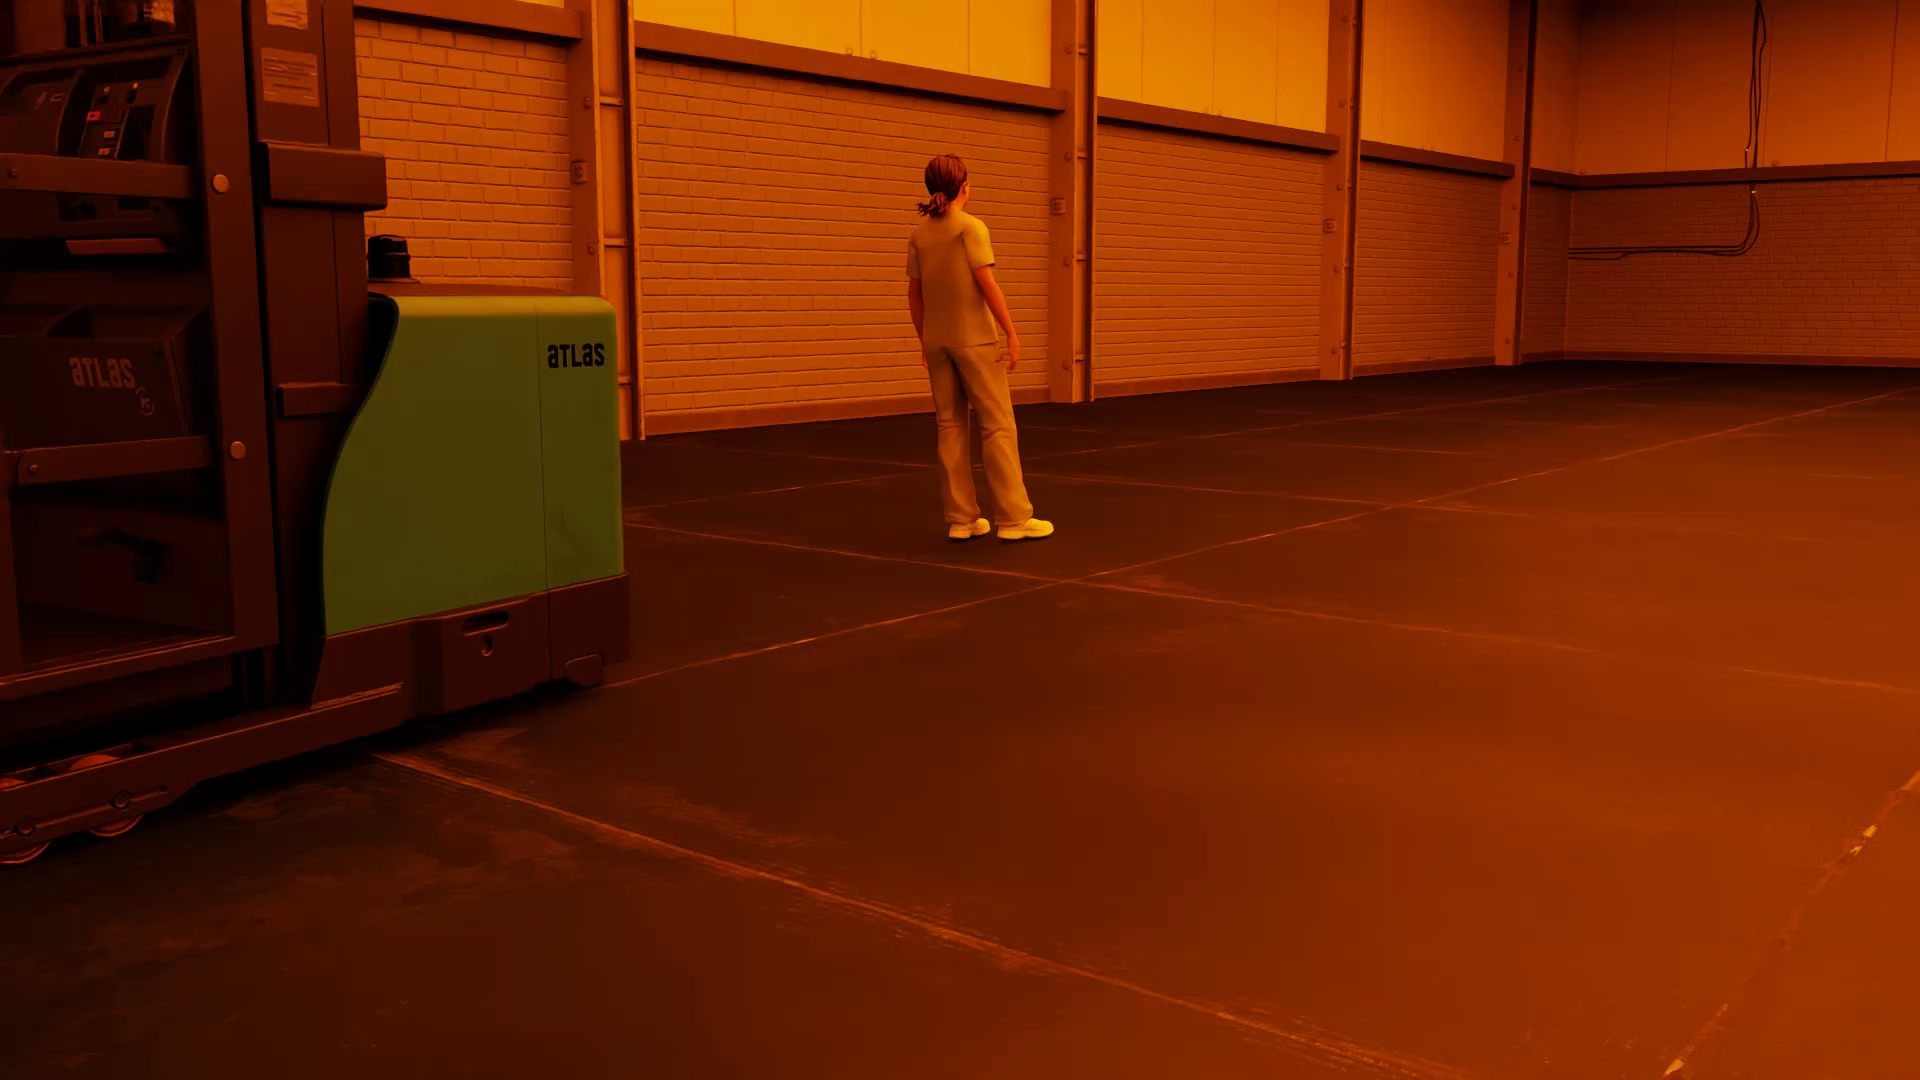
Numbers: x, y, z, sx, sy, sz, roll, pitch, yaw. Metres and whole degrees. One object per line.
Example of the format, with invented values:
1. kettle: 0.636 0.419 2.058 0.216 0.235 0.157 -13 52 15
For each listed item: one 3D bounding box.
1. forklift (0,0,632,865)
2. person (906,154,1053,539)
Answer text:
1. forklift: -2.106 -0.906 3.472 1.130 2.935 3.031 5 10 30
2. person: 0.057 -0.844 7.331 0.549 1.673 0.548 7 11 38
